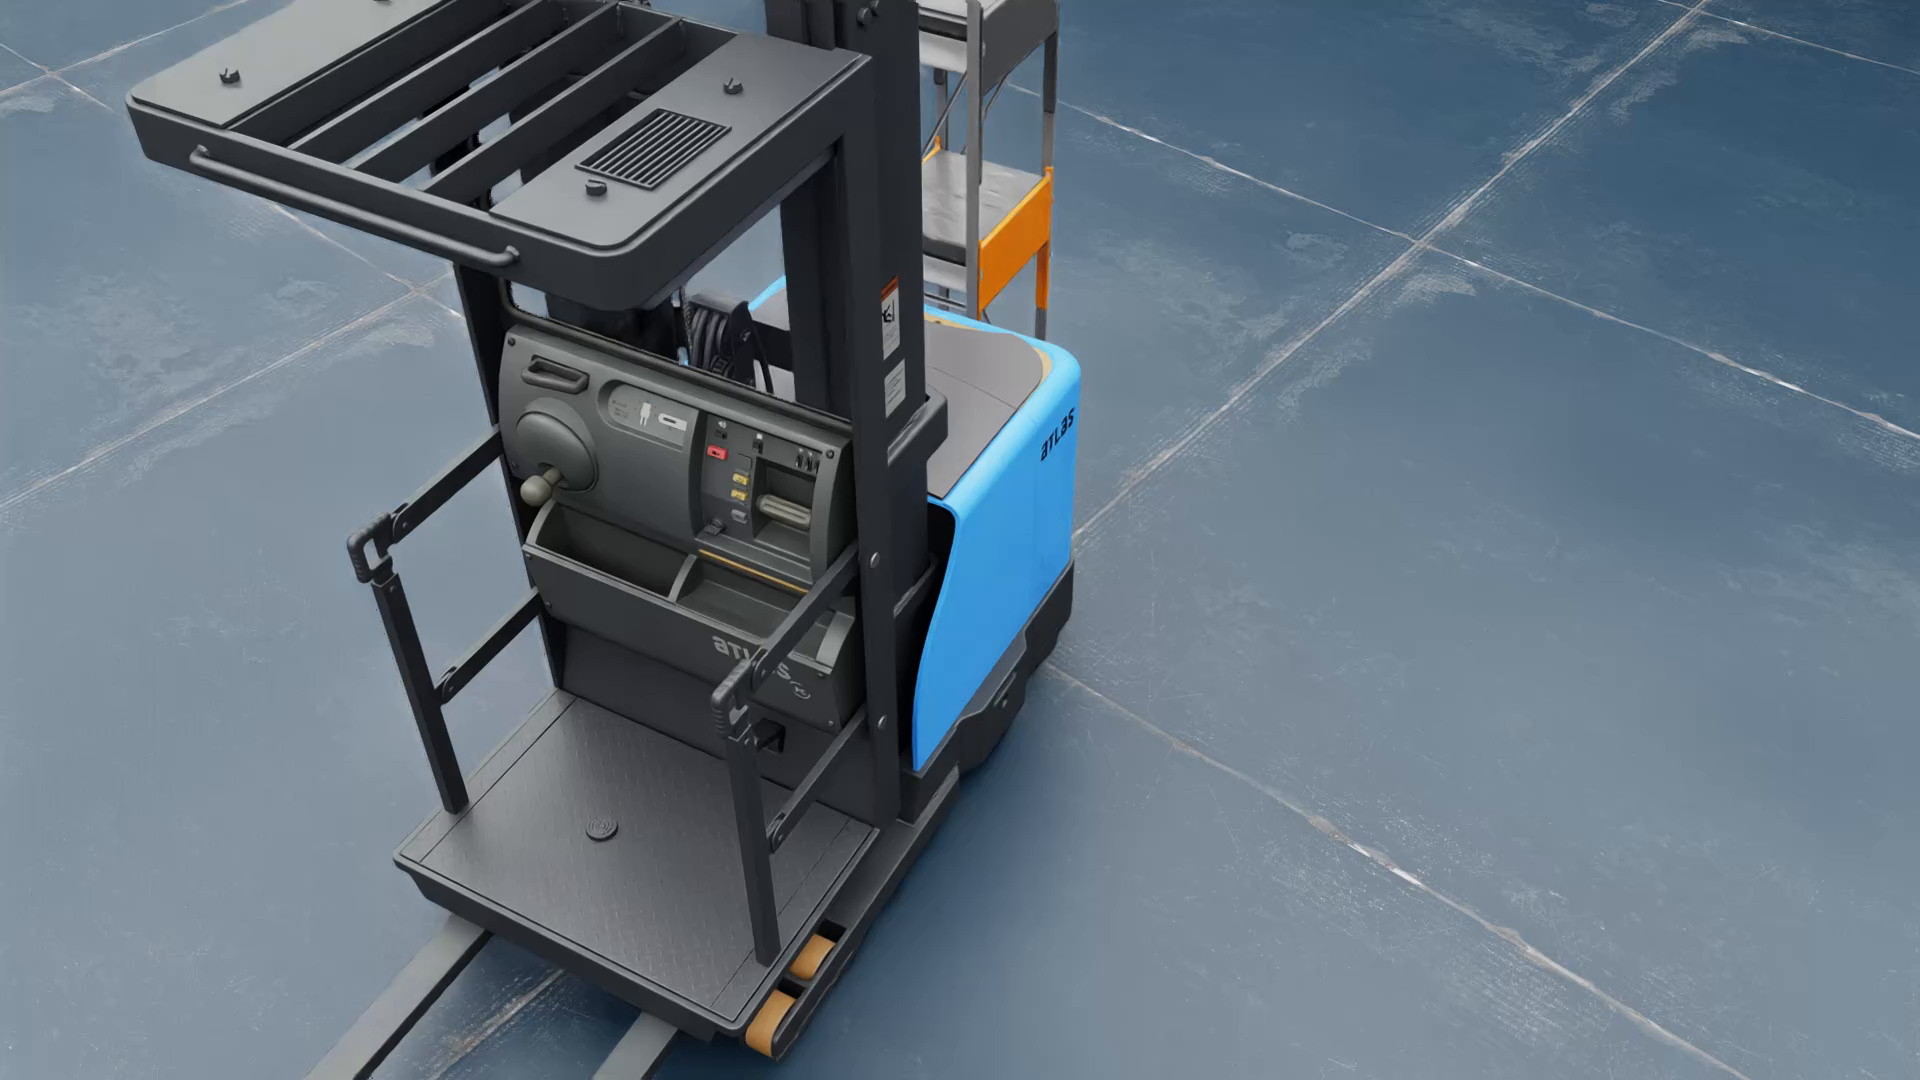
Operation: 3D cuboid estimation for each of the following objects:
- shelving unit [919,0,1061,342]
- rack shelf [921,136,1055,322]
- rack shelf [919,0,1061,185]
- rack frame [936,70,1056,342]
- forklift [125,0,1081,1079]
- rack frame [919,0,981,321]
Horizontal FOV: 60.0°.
[{"bbox_3d":[-0.010,-0.882,5.159,0.431,2.100,0.503,20,46,21],"label":"shelving unit"},{"bbox_3d":[-0.010,-0.872,5.168,0.431,0.518,0.480,20,46,21],"label":"rack shelf"},{"bbox_3d":[-0.010,-1.390,4.697,0.431,0.518,0.480,20,46,21],"label":"rack shelf"},{"bbox_3d":[0.106,-1.026,5.318,0.400,2.100,0.015,20,46,21],"label":"rack frame"},{"bbox_3d":[-0.781,-0.109,3.691,1.130,2.935,3.031,20,46,21],"label":"forklift"},{"bbox_3d":[-0.125,-0.737,5.000,0.400,2.100,0.015,20,46,21],"label":"rack frame"}]
